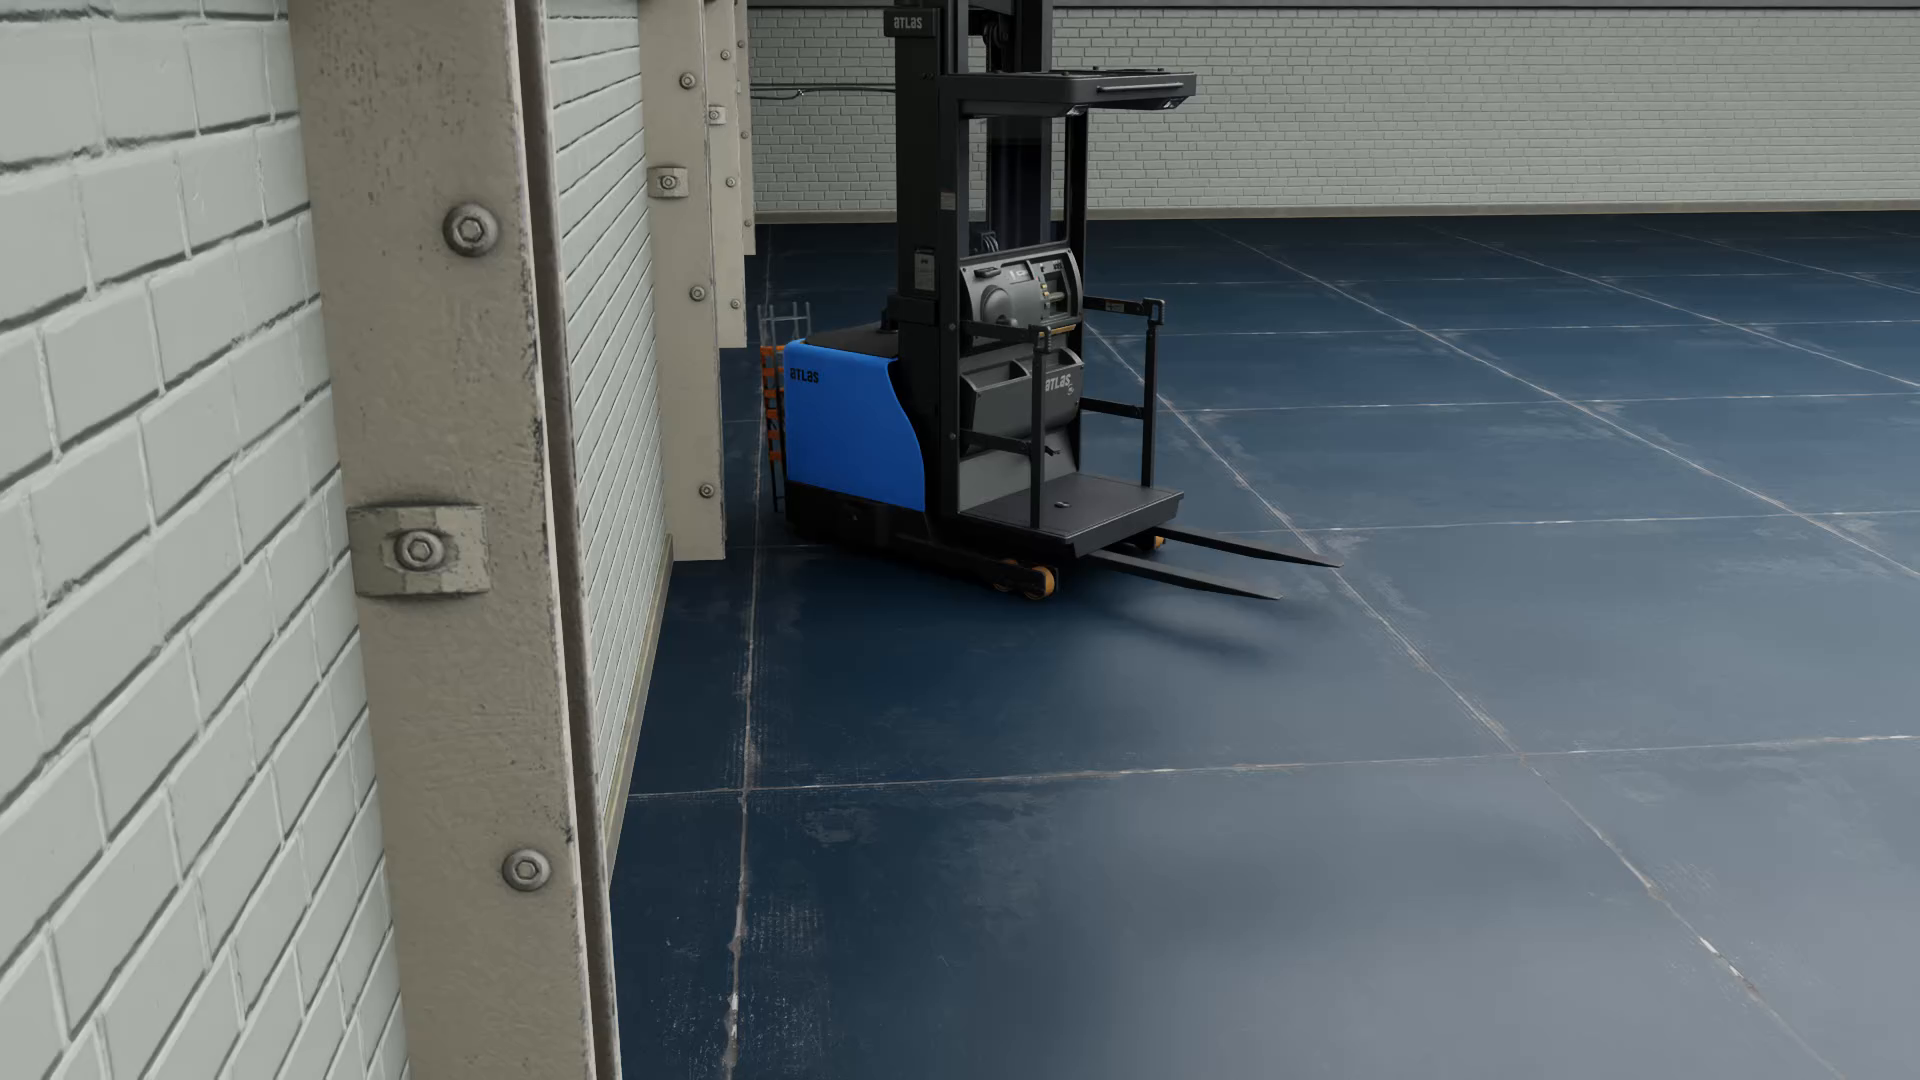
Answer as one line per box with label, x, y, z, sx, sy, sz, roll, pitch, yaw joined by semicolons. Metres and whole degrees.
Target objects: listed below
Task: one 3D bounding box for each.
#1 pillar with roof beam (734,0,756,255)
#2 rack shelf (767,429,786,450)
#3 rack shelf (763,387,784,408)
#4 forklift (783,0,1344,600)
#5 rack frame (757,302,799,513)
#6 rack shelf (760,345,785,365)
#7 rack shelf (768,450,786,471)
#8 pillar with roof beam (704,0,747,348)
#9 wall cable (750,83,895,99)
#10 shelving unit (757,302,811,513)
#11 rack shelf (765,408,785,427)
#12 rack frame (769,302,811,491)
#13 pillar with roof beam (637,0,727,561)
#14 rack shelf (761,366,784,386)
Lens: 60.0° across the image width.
pillar with roof beam;1.619;-7.953;19.487;9.100;9.000;0.400;-2;18;-6
rack shelf;-0.958;-0.591;9.573;0.258;0.103;0.180;-9;11;-28
rack shelf;-0.973;-0.827;9.531;0.258;0.103;0.180;-9;11;-28
forklift;0.484;-1.280;8.361;3.031;2.935;1.130;14;22;37
rack frame;-1.012;-0.764;9.624;0.240;1.200;0.006;-9;11;-28
rack shelf;-0.988;-1.063;9.489;0.258;0.103;0.180;-9;11;-28
rack shelf;-0.950;-0.474;9.594;0.258;0.103;0.180;-9;11;-28
pillar with roof beam;2.238;-6.166;13.793;9.100;9.000;0.400;-2;18;-6
wall cable;-1.651;-7.258;22.455;3.097;2.526;0.112;-2;18;-6
shelving unit;-0.968;-0.753;9.544;0.258;1.200;0.189;-9;11;-28
rack shelf;-0.965;-0.709;9.552;0.258;0.103;0.180;-9;11;-28
rack frame;-0.924;-0.742;9.465;0.240;1.200;0.006;-9;11;-28
pillar with roof beam;2.857;-4.378;8.099;9.100;9.000;0.400;-2;18;-6
rack shelf;-0.980;-0.945;9.510;0.258;0.103;0.180;-9;11;-28
